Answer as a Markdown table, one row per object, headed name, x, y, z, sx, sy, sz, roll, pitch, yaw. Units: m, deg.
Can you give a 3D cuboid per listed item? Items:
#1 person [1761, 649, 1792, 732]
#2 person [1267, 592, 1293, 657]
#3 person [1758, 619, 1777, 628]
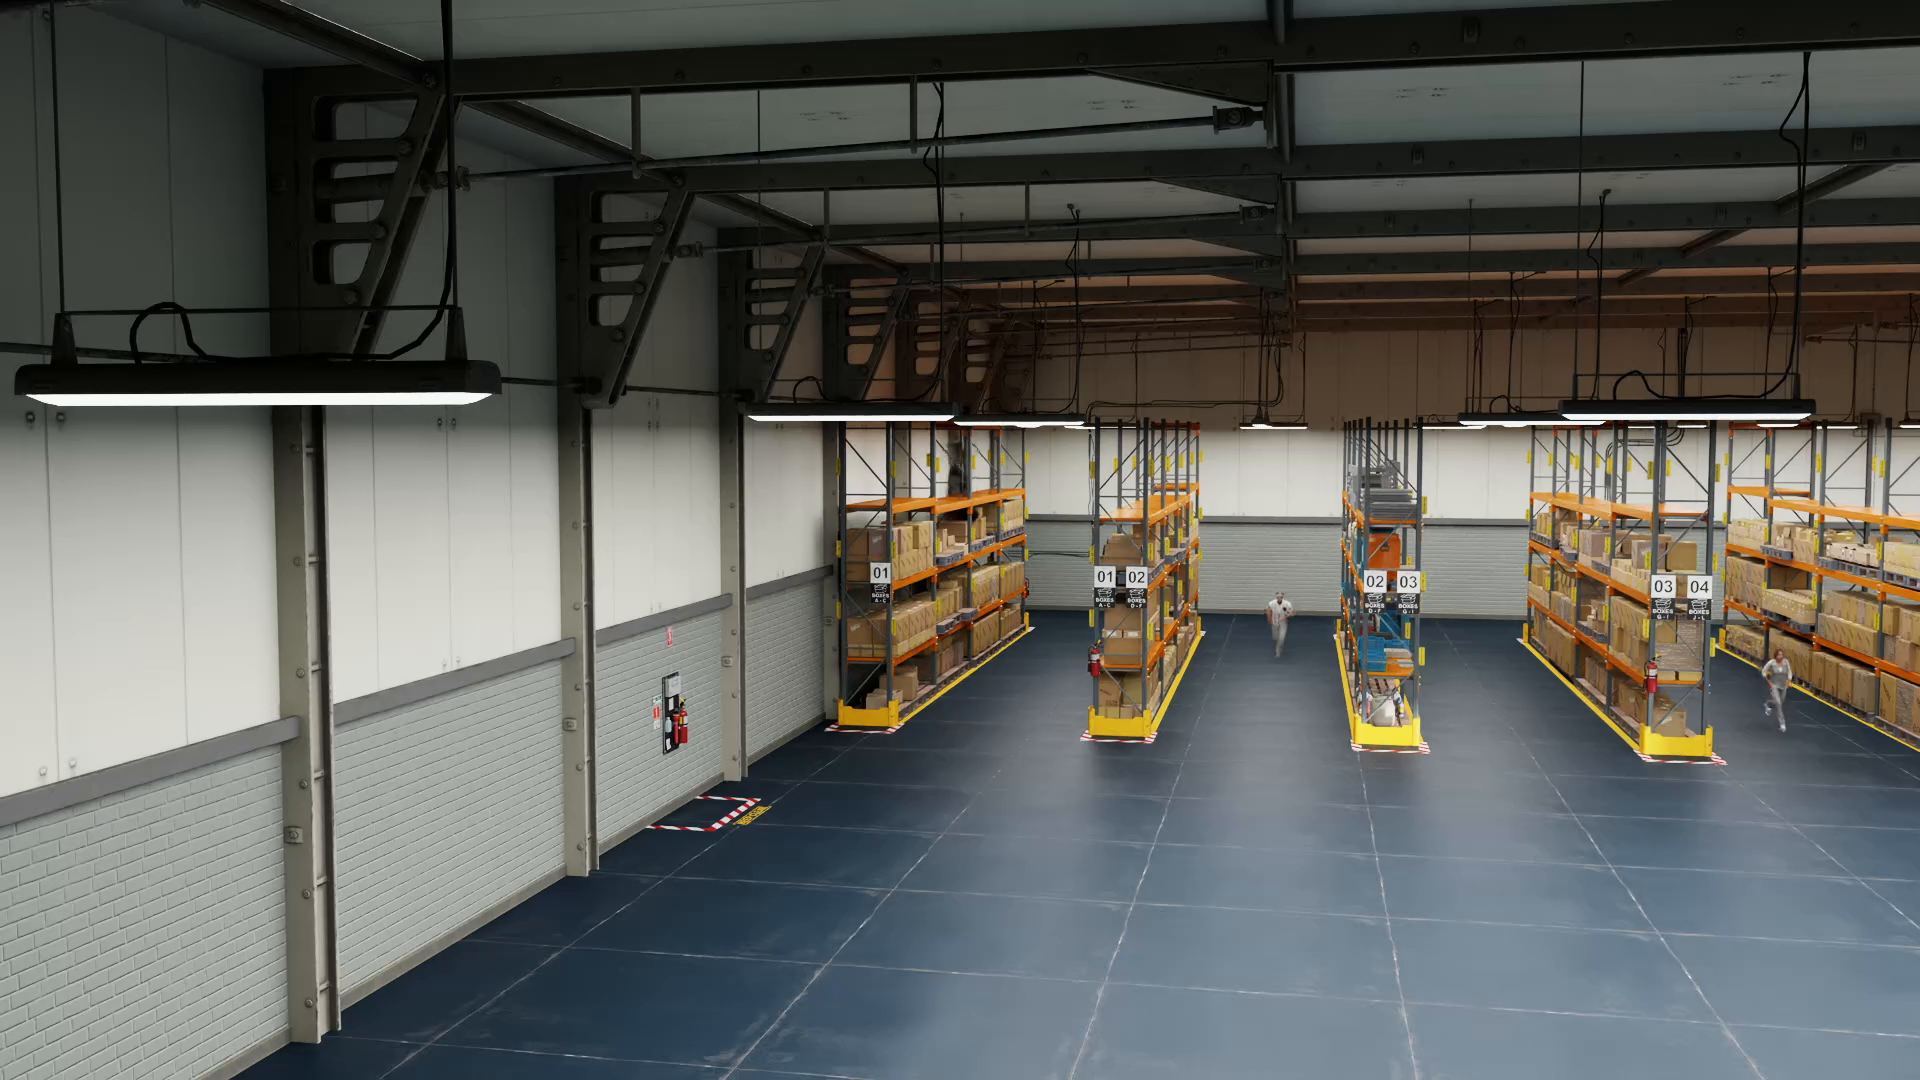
| name | x | y | z | sx | sy | sz | roll | pitch | yaw |
| --- | --- | --- | --- | --- | --- | --- | --- | --- | --- |
| person | 15.795 | 2.874 | 32.215 | 0.539 | 1.579 | 0.880 | 0 | 4 | 3 |
| person | 8.146 | 2.146 | 42.398 | 0.655 | 1.705 | 0.762 | 1 | 4 | 10 |
| person | 22.174 | 1.881 | 45.712 | 0.863 | 1.771 | 0.657 | -1 | 4 | -20 |
